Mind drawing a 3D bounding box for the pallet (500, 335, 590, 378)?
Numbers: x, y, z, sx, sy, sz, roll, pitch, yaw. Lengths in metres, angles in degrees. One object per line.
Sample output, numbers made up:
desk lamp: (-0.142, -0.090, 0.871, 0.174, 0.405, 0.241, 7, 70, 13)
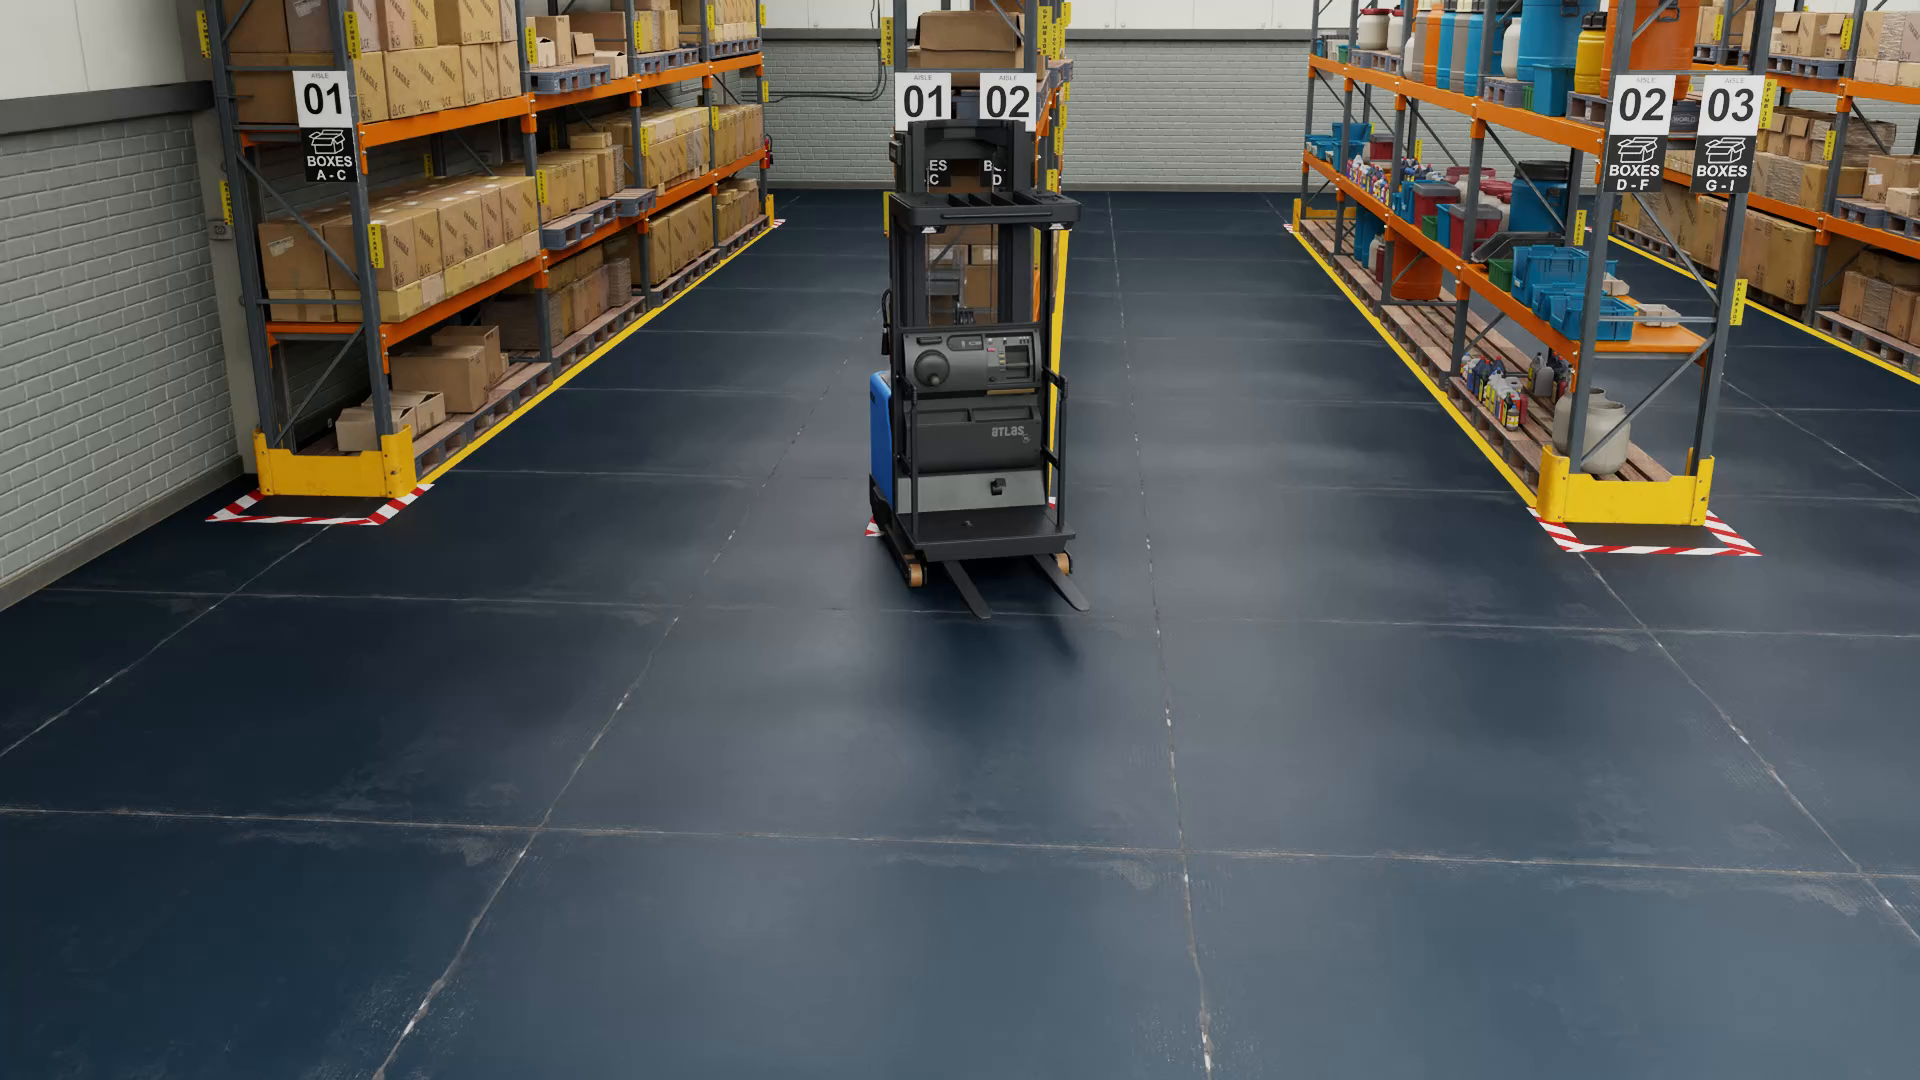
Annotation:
pallet: (-4.563, -1.954, 17.546, 1.003, 0.211, 1.213, 1, 18, 4)

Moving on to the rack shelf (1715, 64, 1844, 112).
rack shelf: (10.634, -5.652, 20.694, 1.077, 0.370, 4.000, 1, 18, 4)

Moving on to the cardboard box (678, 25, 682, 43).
cardboard box: (-4.229, -7.341, 24.097, 0.500, 0.250, 0.500, 1, 18, 4)

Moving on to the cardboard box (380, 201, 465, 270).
cardboard box: (-4.482, -2.544, 13.875, 0.500, 0.500, 0.500, 1, 18, 2)

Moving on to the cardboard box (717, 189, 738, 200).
cardboard box: (-3.644, -5.336, 25.688, 0.380, 0.149, 0.250, 1, 18, 2)

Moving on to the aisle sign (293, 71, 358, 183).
aisle sign: (-4.610, -3.001, 12.089, 0.394, 0.787, 0.004, 1, 18, 4)

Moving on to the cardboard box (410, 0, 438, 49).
cardboard box: (-4.523, -4.180, 13.248, 0.500, 0.500, 0.500, 2, 18, 5)

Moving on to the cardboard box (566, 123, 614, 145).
cardboard box: (-4.557, -4.981, 20.431, 0.500, 0.250, 0.500, 2, 18, 5)

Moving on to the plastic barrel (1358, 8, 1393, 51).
plastic barrel: (5.550, -6.832, 22.246, 0.433, 0.535, 0.433, 0, 18, 0)

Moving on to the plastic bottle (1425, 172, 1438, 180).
plastic bottle: (6.004, -4.557, 21.212, 0.152, 0.276, 0.135, 1, 18, 4)

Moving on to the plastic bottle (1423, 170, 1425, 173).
plastic bottle: (5.992, -4.649, 21.500, 0.097, 0.271, 0.097, 0, 18, 0)

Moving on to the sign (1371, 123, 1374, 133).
sign: (6.674, -6.613, 27.026, 0.100, 0.325, 0.005, 1, 18, 4)

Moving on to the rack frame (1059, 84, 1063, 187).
rack frame: (1.184, -6.654, 27.414, 1.000, 3.000, 0.127, 1, 18, 4)

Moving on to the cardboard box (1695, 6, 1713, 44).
cardboard box: (10.817, -7.321, 23.636, 0.700, 0.500, 0.500, 2, 18, 7)

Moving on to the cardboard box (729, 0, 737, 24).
cardboard box: (-3.653, -8.008, 24.928, 0.500, 0.500, 0.500, 1, 18, 4)

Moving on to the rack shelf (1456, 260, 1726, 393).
rack shelf: (5.121, -1.853, 13.915, 1.077, 0.370, 4.000, 1, 18, 4)

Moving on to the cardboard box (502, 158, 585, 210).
cardboard box: (-4.484, -3.829, 17.925, 0.700, 0.500, 0.500, 4, 19, 11)

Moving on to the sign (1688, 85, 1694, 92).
sign: (11.605, -7.078, 26.468, 0.100, 0.325, 0.005, 1, 18, 4)

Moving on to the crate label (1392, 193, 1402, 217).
crate label: (5.147, -3.856, 19.143, 0.303, 0.233, 0.416, 1, 18, 4)

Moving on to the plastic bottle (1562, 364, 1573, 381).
plastic bottle: (5.468, -1.400, 14.925, 0.144, 0.351, 0.185, 1, 18, 4)

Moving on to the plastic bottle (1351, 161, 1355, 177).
plastic bottle: (5.379, -5.027, 22.654, 0.097, 0.271, 0.097, 0, 18, 0)

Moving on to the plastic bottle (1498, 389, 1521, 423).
plastic bottle: (4.717, -1.146, 14.271, 0.152, 0.276, 0.135, 1, 18, 4)

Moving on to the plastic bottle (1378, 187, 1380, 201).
plastic bottle: (5.218, -4.297, 20.537, 0.097, 0.201, 0.097, 0, 18, 0)

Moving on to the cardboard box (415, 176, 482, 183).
cardboard box: (-4.860, -3.190, 15.846, 0.500, 0.500, 0.500, 1, 18, 3)

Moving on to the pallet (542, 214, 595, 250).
pallet: (-4.418, -3.180, 17.118, 1.003, 0.211, 1.213, 1, 18, 4)

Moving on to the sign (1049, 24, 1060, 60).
sign: (0.877, -4.624, 15.444, 0.100, 0.325, 0.005, 1, 18, 4)

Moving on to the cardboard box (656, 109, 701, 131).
cardboard box: (-3.869, -5.767, 22.831, 0.500, 0.250, 0.500, 2, 18, 5)

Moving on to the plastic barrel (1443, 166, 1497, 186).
plastic barrel: (5.820, -3.972, 19.009, 0.600, 0.536, 0.708, 1, 18, 4)

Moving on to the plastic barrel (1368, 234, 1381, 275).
plastic barrel: (5.601, -3.756, 21.889, 0.421, 0.512, 0.421, 0, 18, 0)

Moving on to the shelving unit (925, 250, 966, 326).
shelving unit: (-0.201, -1.065, 12.212, 0.431, 2.100, 0.503, -1, 11, -6)

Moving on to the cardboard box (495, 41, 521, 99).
cardboard box: (-4.407, -4.356, 15.390, 0.500, 0.500, 0.500, 2, 18, 5)

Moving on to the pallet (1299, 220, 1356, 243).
pallet: (6.026, -4.962, 26.728, 1.003, 0.211, 1.213, 1, 18, 4)

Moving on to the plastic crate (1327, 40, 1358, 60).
plastic crate: (5.657, -7.230, 24.545, 0.437, 0.282, 0.530, 1, 18, 4)

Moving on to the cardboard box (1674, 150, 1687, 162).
cardboard box: (10.582, -5.564, 23.848, 0.500, 0.250, 0.500, 2, 18, 6)

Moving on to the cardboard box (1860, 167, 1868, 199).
cardboard box: (10.797, -4.140, 19.580, 0.500, 0.500, 0.500, 2, 18, 6)

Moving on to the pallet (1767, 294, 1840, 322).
pallet: (10.623, -2.866, 20.329, 1.003, 0.211, 1.213, 1, 18, 4)

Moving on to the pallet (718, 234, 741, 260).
pallet: (-3.912, -4.431, 25.106, 1.003, 0.211, 1.213, 1, 18, 4)

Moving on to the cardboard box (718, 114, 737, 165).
cardboard box: (-3.931, -6.059, 25.114, 0.980, 0.700, 0.700, 1, 18, 3)

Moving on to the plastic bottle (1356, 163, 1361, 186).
plastic bottle: (5.322, -4.865, 22.140, 0.061, 0.283, 0.133, 1, 18, 4)

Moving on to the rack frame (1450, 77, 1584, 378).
rack frame: (5.264, -2.816, 15.699, 1.000, 3.000, 0.127, 1, 18, 4)

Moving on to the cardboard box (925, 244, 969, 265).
cardboard box: (-0.126, -2.164, 12.507, 0.380, 0.149, 0.250, 1, 18, 3)

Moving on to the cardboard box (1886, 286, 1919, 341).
cardboard box: (10.402, -2.411, 17.773, 0.700, 0.500, 0.500, 3, 18, 9)

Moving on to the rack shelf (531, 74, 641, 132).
rack shelf: (-4.474, -4.742, 17.915, 1.077, 0.370, 4.000, 1, 18, 4)

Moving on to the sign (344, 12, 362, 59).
sign: (-4.363, -3.623, 11.943, 0.100, 0.325, 0.005, 1, 18, 4)

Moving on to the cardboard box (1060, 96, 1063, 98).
cardboard box: (1.248, -6.235, 24.368, 0.500, 0.500, 0.500, 1, 18, 2)

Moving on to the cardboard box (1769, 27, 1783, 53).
cardboard box: (10.609, -6.434, 21.392, 0.500, 0.311, 0.500, 1, 18, 2)

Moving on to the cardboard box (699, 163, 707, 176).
cardboard box: (-3.780, -5.221, 23.412, 0.380, 0.149, 0.250, 2, 18, 5)

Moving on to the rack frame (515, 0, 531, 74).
rack frame: (-4.618, -5.888, 15.440, 1.000, 3.000, 0.127, 1, 18, 4)

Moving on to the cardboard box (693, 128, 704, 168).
cardboard box: (-3.852, -5.412, 22.953, 0.500, 0.500, 0.500, 1, 18, 4)

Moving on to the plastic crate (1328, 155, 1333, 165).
plastic crate: (5.650, -5.552, 24.394, 0.437, 0.125, 0.590, 1, 18, 4)

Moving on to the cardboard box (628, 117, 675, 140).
cardboard box: (-3.971, -5.292, 21.380, 0.500, 0.250, 0.500, 1, 18, 4)

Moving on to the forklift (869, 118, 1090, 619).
forklift: (0.131, -1.203, 10.887, 1.130, 2.935, 3.031, -4, 19, -12)

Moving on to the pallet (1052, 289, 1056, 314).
pallet: (0.702, -3.076, 20.971, 1.003, 0.211, 1.213, 1, 18, 4)

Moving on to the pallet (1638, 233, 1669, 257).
pallet: (10.995, -4.479, 25.253, 1.003, 0.211, 1.213, 1, 18, 4)

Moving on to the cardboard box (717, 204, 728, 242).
cardboard box: (-3.888, -4.763, 24.982, 0.700, 0.500, 0.500, 2, 18, 5)

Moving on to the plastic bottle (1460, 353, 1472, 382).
plastic bottle: (4.804, -1.639, 15.783, 0.097, 0.271, 0.097, 0, 18, 0)
